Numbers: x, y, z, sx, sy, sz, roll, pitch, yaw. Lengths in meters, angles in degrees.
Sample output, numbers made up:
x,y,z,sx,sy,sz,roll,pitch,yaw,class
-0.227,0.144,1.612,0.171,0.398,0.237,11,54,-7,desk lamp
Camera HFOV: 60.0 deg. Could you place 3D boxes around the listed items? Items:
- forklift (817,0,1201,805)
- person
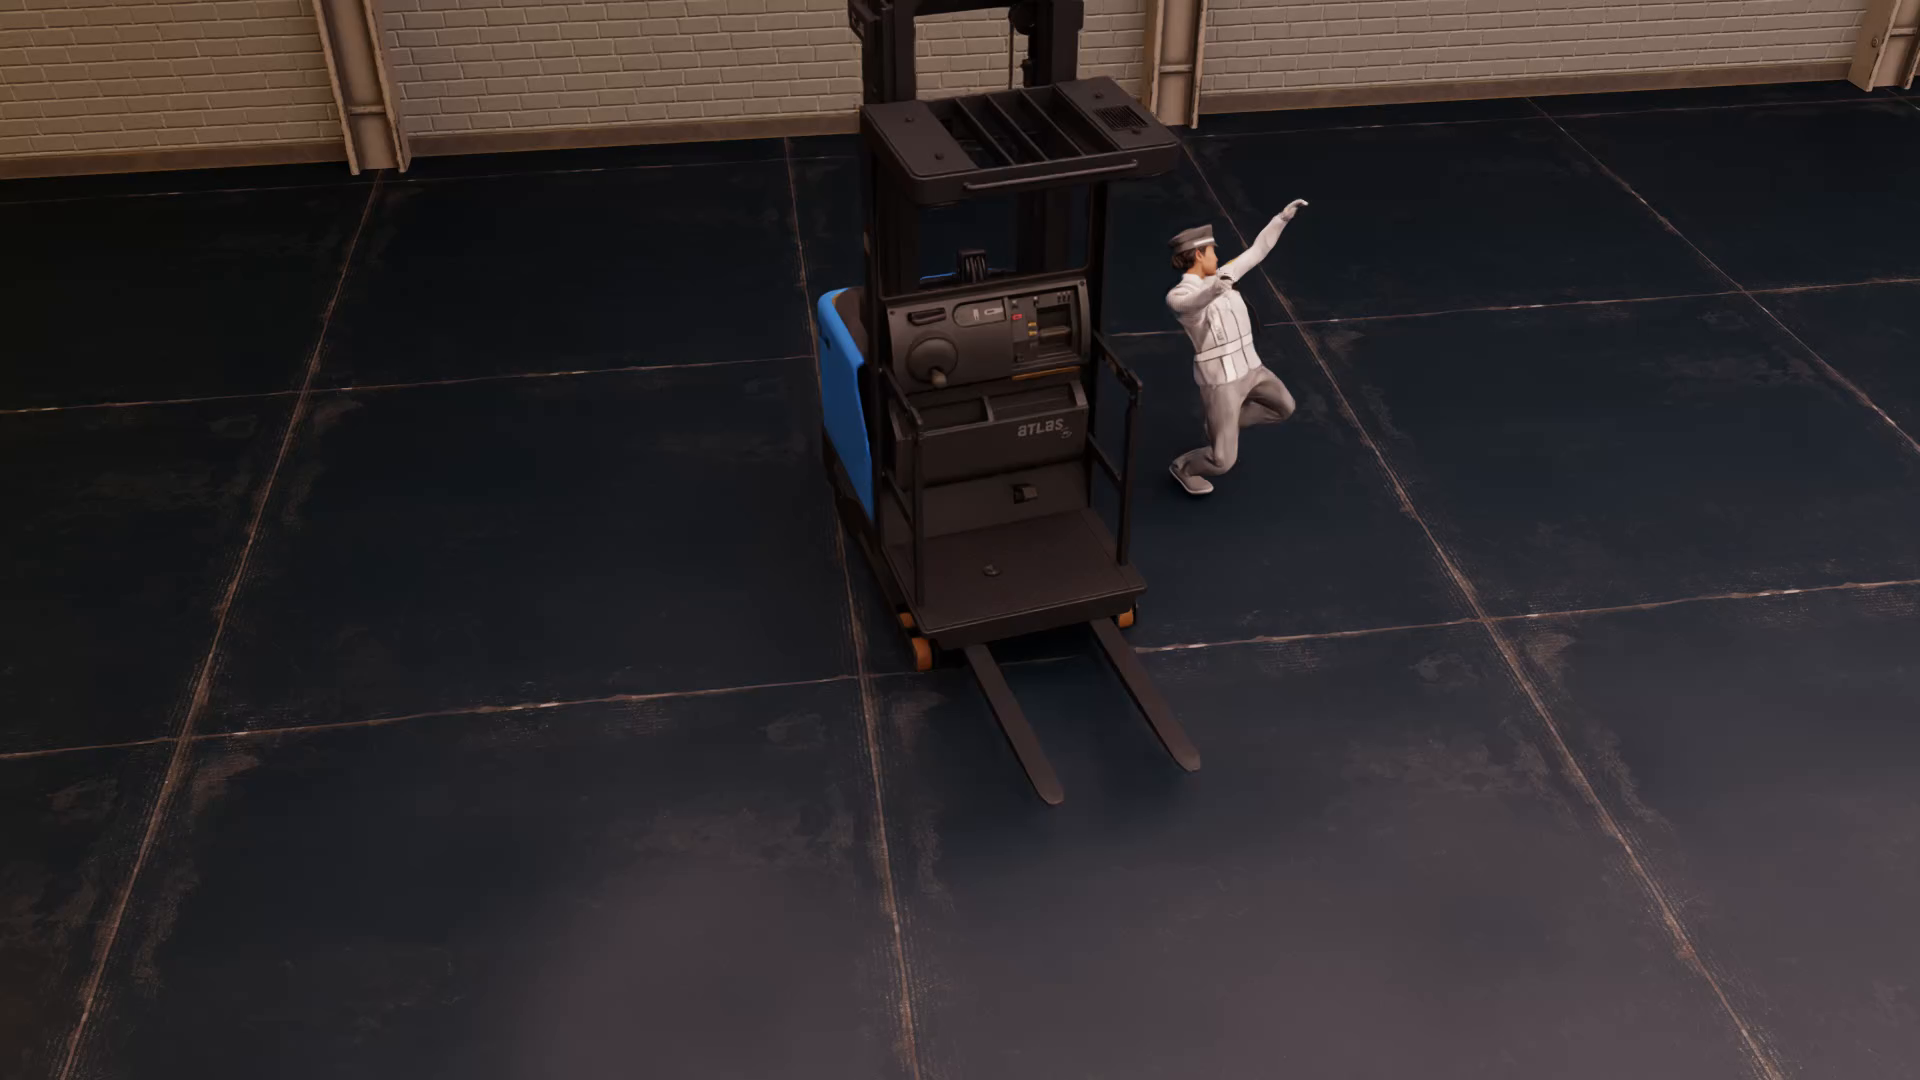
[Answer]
x,y,z,sx,sy,sz,roll,pitch,yaw,class
0.202,-0.847,7.197,1.130,2.935,3.031,-11,37,-15,forklift
1.272,-0.944,8.495,0.726,1.554,0.884,25,43,30,person
